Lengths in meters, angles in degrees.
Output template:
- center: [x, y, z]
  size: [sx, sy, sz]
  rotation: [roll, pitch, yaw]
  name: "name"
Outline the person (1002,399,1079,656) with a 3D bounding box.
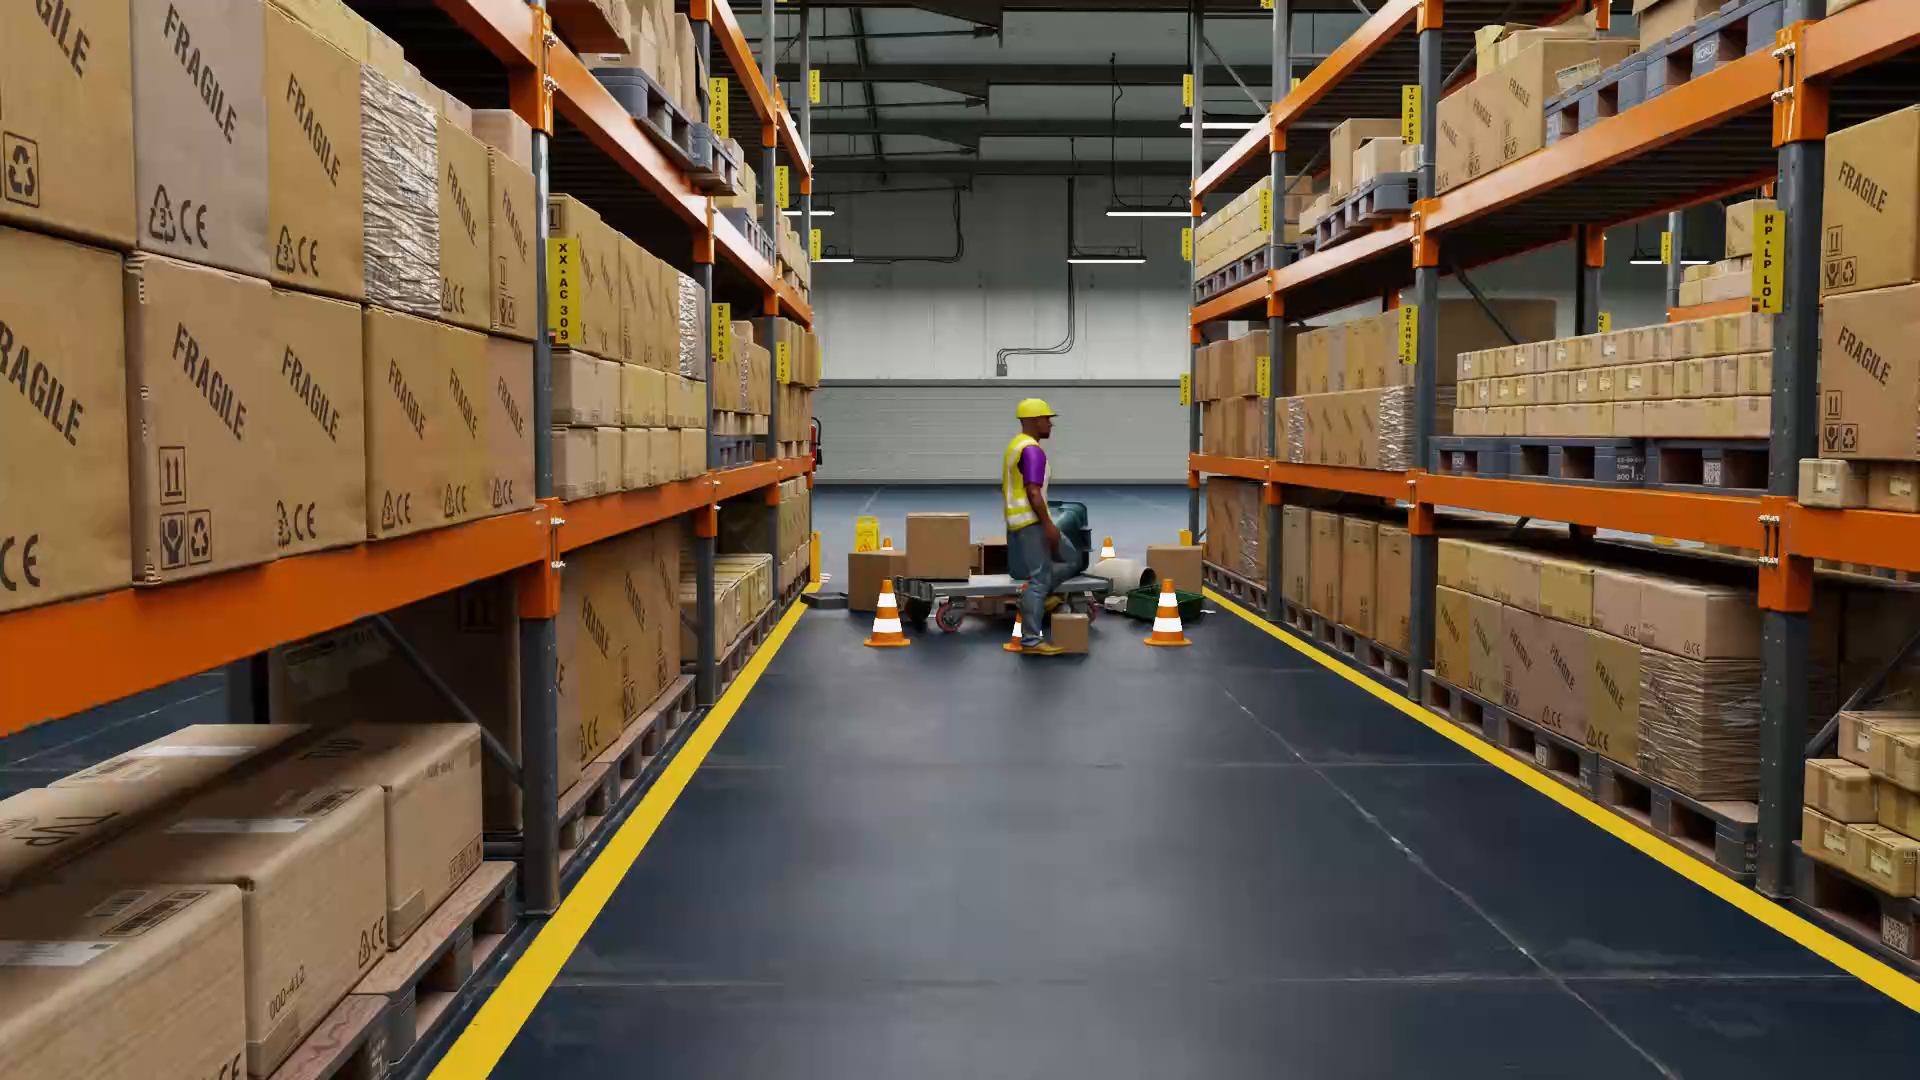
- center: [0.574, -0.099, 11.590]
  size: [0.554, 1.765, 0.636]
  rotation: [0, 4, -4]
  name: "person"
